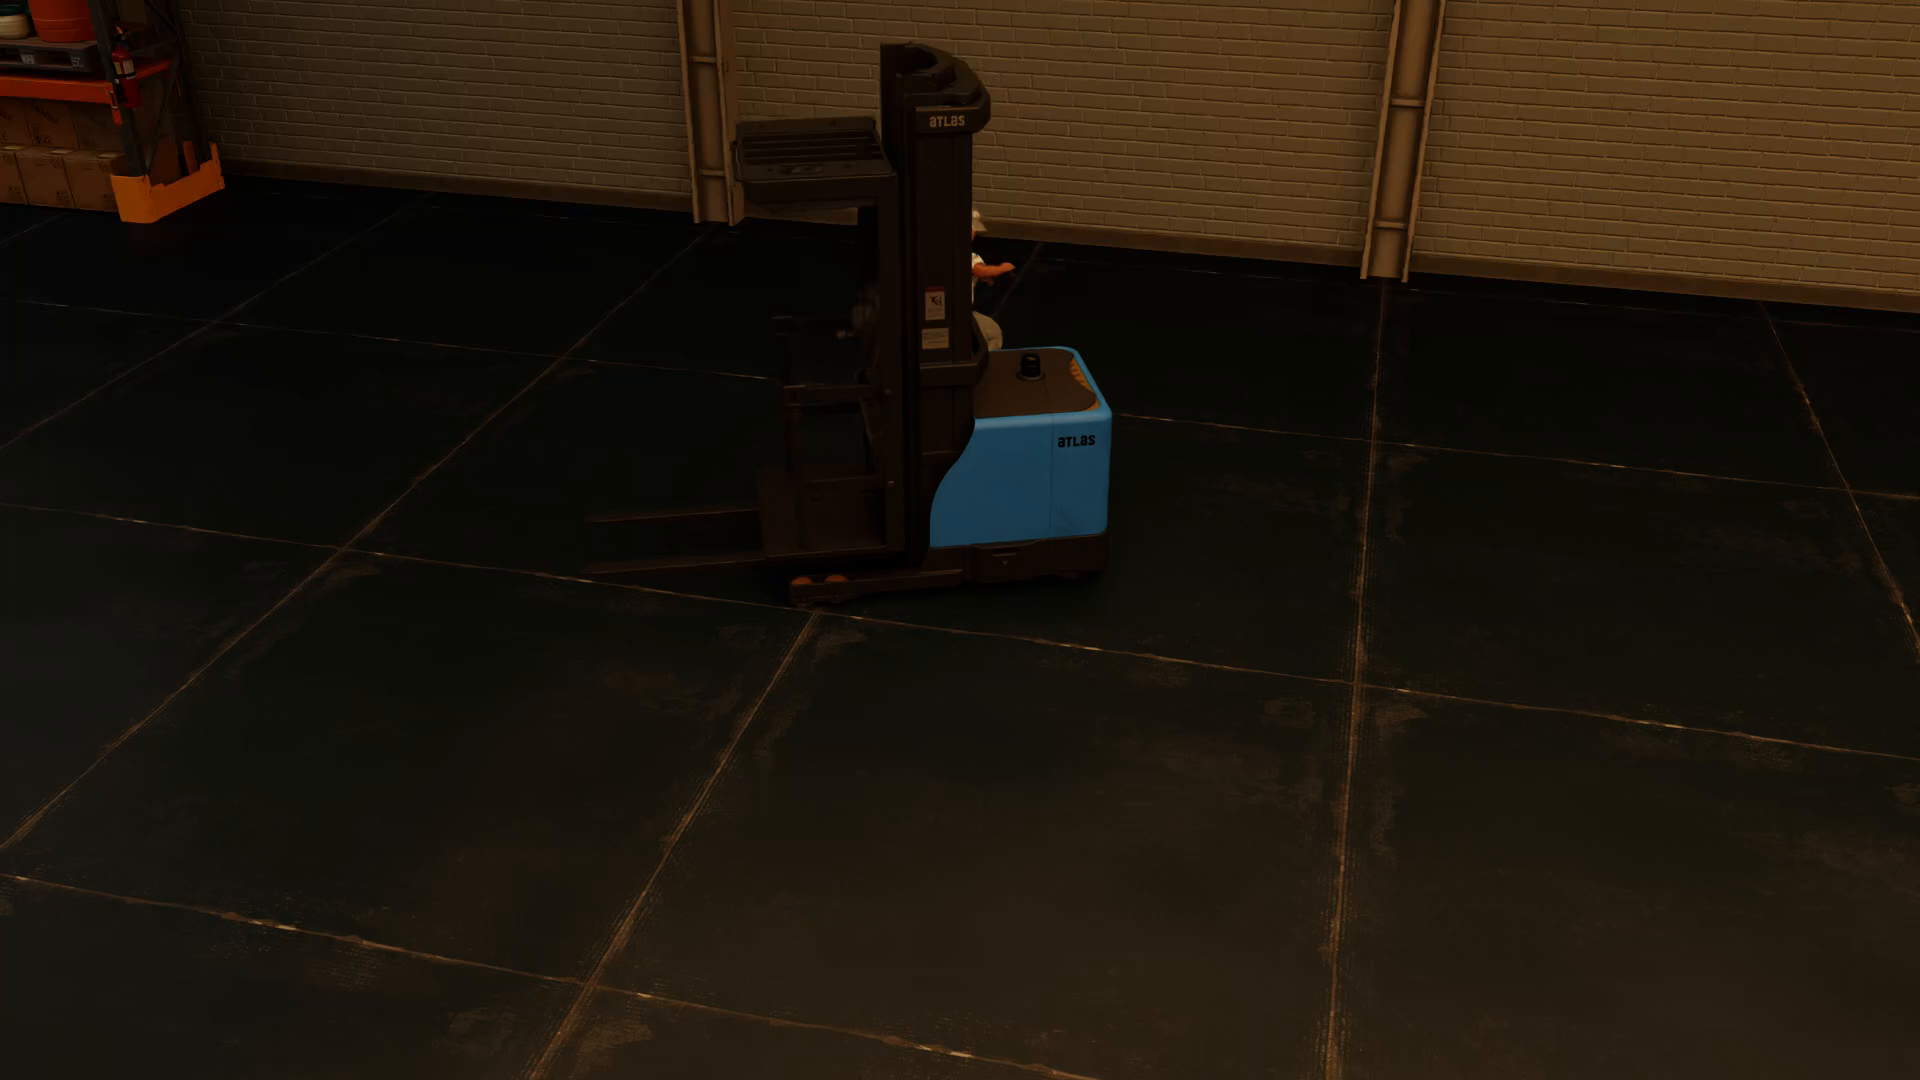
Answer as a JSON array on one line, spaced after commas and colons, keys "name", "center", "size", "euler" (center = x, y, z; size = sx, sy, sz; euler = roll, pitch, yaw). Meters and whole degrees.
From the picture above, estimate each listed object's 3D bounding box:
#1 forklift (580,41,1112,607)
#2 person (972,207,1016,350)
[{"name": "forklift", "center": [-0.699, -1.174, 9.243], "size": [3.031, 2.935, 1.130], "euler": [-5, 30, -8]}, {"name": "person", "center": [0.077, -1.641, 11.658], "size": [0.910, 1.414, 0.739], "euler": [-22, 36, -34]}]
